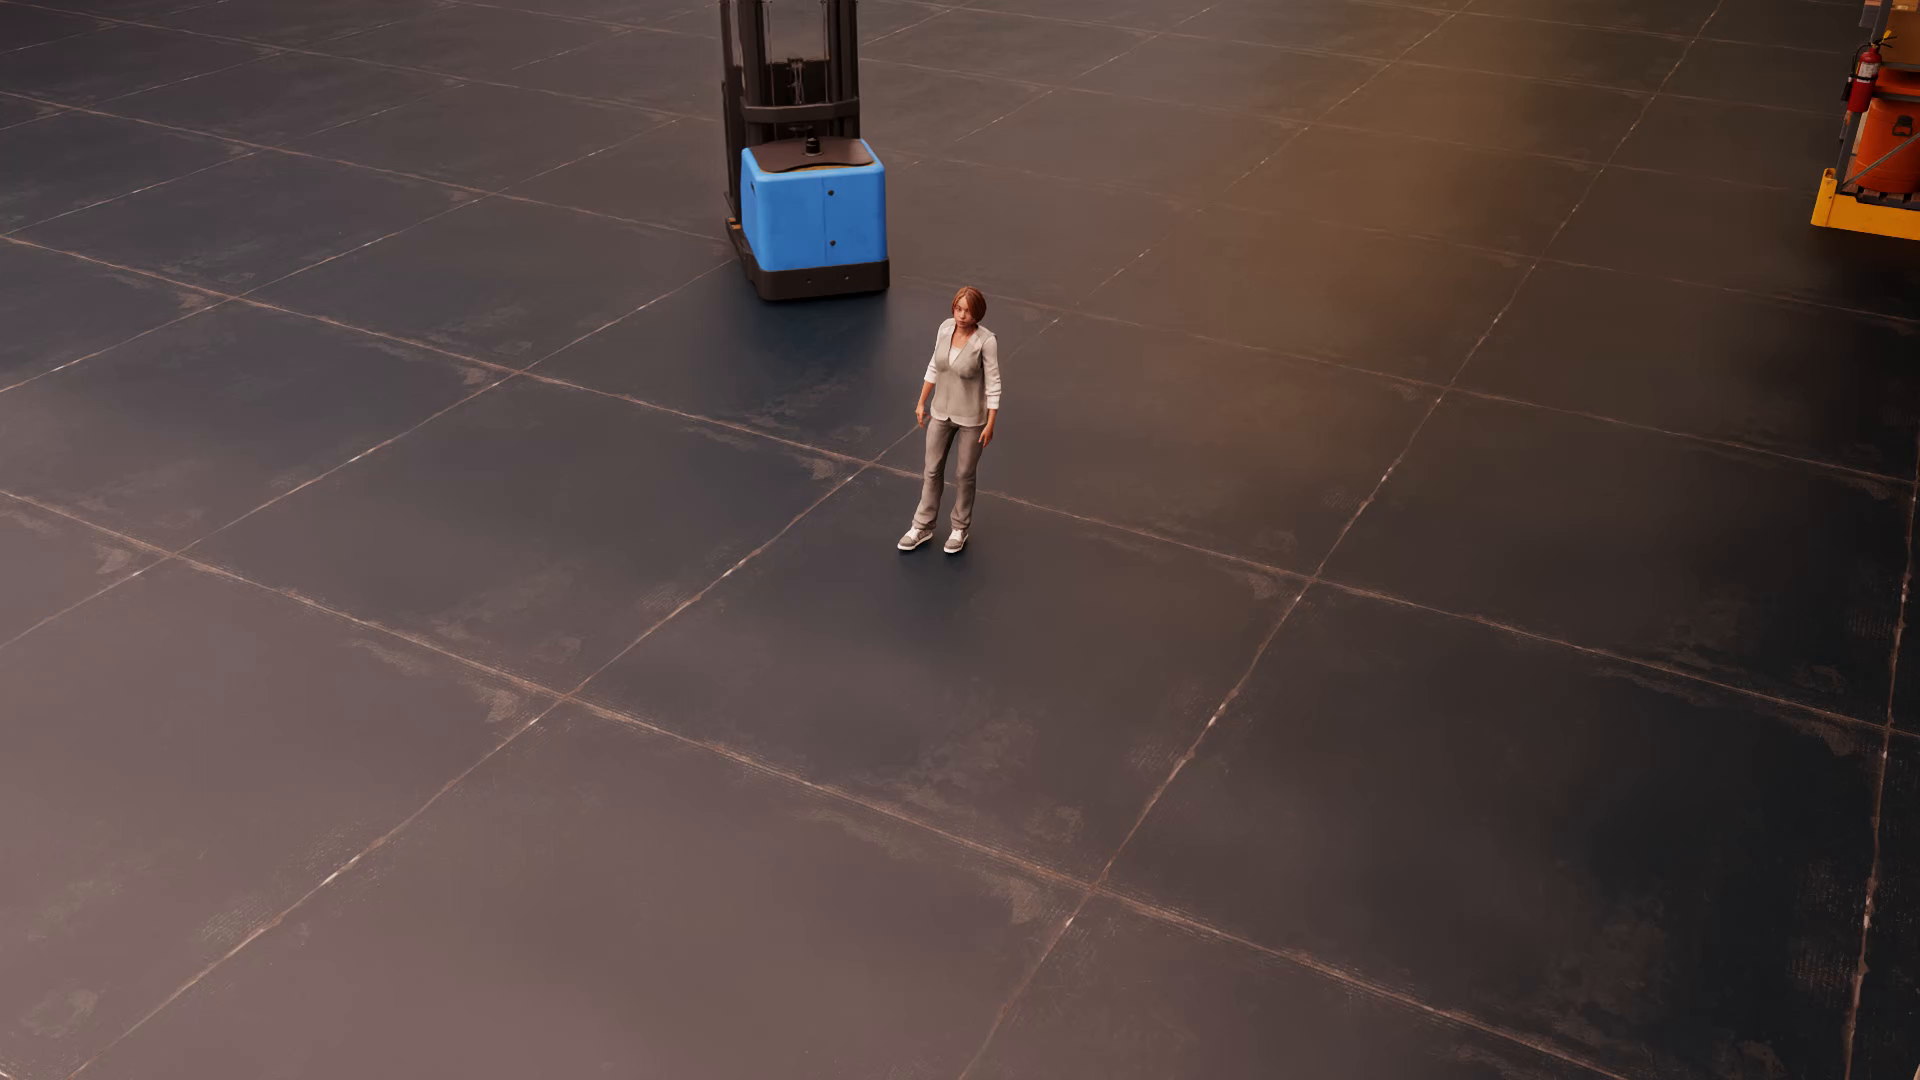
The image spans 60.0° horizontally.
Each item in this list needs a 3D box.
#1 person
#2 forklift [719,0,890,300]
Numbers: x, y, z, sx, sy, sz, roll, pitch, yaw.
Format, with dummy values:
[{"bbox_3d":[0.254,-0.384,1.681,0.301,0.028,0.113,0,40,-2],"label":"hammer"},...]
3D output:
[{"bbox_3d":[-0.049,-0.669,9.549,0.520,1.599,0.473,15,33,25],"label":"person"},{"bbox_3d":[-1.438,-3.886,13.804,1.130,2.935,3.031,-8,31,-13],"label":"forklift"}]
